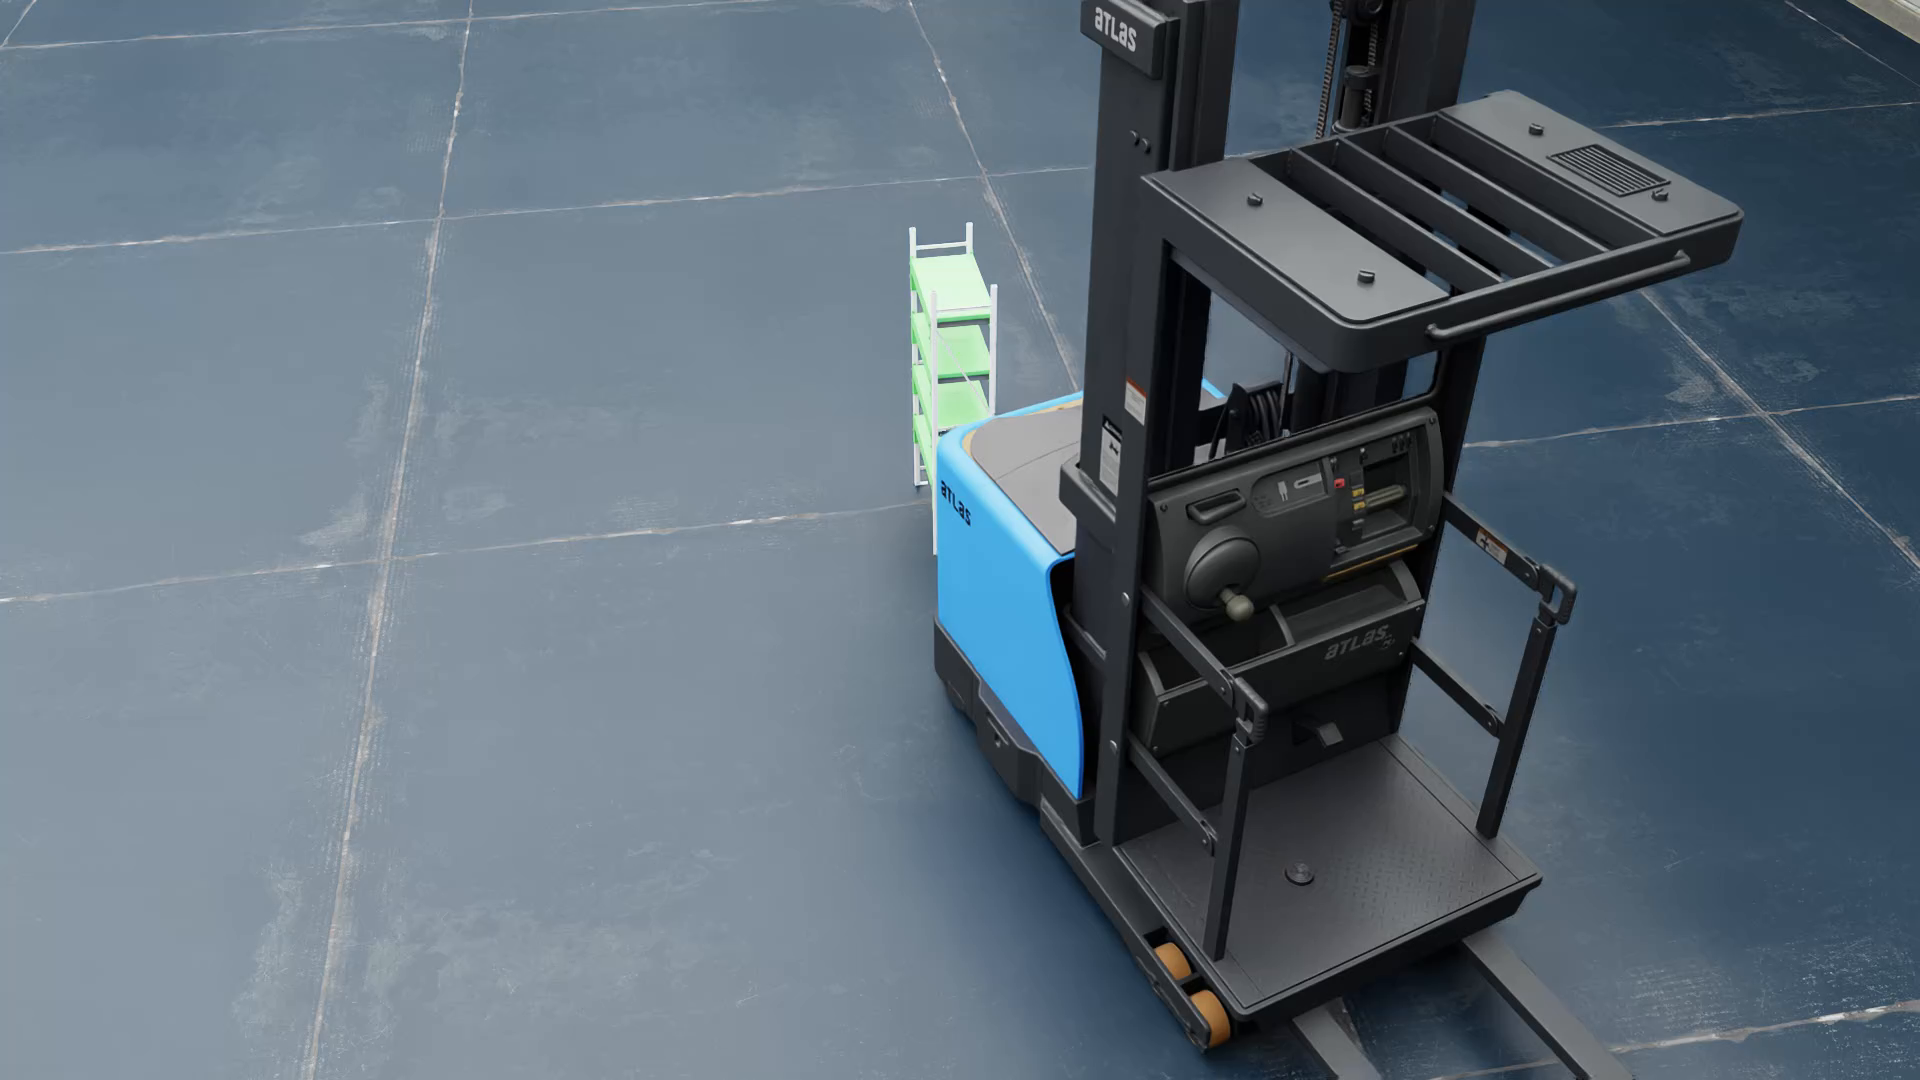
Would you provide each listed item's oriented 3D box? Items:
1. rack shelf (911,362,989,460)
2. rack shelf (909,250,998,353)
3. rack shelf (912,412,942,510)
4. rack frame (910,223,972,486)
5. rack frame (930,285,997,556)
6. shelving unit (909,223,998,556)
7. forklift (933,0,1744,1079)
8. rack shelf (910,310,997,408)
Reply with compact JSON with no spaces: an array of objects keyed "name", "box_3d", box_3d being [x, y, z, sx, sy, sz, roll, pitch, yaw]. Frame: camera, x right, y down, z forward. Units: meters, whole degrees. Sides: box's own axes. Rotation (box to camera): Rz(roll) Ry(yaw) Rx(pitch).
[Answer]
[{"name":"rack shelf","box_3d":[-0.029,-0.523,6.550,0.258,0.148,0.480,-6,38,-8]},{"name":"rack shelf","box_3d":[-0.029,-0.902,6.255,0.258,0.148,0.480,-6,38,-8]},{"name":"rack shelf","box_3d":[-0.029,-0.334,6.697,0.258,0.148,0.480,-6,38,-8]},{"name":"rack frame","box_3d":[-0.072,-0.721,6.700,0.240,1.200,0.015,-6,38,-8]},{"name":"rack frame","box_3d":[0.014,-0.426,6.321,0.240,1.200,0.015,-6,38,-8]},{"name":"shelving unit","box_3d":[-0.029,-0.574,6.511,0.258,1.200,0.503,-6,38,-8]},{"name":"forklift","box_3d":[1.028,0.005,4.355,1.130,2.935,3.031,-18,41,-21]},{"name":"rack shelf","box_3d":[-0.029,-0.713,6.403,0.258,0.148,0.480,-6,38,-8]}]
